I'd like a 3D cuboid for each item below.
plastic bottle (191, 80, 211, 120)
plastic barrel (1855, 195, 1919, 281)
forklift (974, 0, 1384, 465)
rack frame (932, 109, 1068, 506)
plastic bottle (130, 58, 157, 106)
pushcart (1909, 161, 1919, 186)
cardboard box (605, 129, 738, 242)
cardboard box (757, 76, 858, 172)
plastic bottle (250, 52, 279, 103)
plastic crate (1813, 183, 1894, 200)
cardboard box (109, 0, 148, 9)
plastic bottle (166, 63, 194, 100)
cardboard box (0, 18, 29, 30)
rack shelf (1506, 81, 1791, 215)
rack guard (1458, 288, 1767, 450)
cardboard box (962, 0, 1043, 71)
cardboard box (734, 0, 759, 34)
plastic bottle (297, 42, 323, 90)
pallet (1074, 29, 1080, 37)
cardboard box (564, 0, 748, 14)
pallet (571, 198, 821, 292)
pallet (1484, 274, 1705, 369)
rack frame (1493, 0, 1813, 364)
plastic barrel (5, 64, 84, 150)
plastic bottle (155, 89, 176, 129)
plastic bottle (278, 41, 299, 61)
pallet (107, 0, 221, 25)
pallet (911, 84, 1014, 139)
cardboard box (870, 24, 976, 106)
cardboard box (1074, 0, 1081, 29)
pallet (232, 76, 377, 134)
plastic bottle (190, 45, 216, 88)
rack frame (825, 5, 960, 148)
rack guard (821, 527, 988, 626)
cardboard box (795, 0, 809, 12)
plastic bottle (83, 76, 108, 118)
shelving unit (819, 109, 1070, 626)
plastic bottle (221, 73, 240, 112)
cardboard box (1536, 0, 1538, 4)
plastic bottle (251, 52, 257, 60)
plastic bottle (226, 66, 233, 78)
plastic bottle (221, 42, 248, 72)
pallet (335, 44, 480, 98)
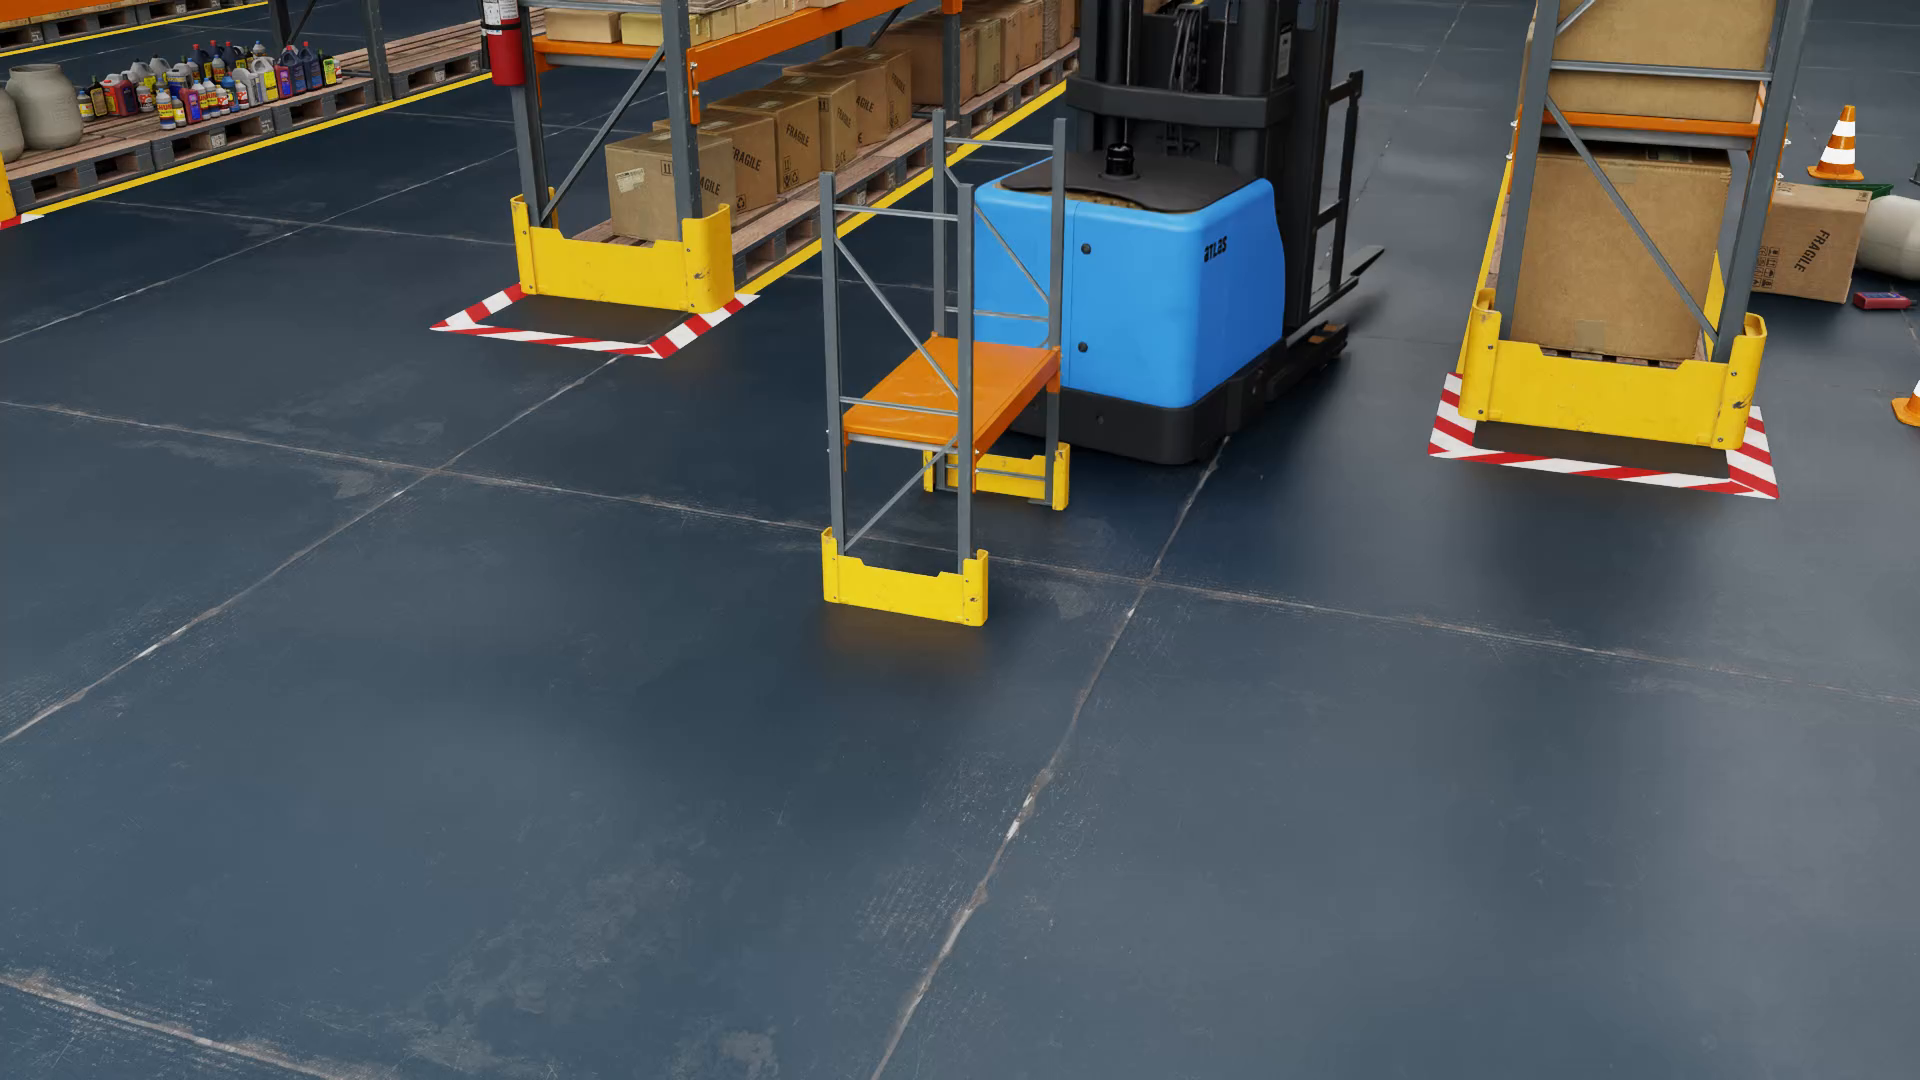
[{"bbox_3d":[-5.484,-3.178,11.999,0.097,0.271,0.097,0,26,0],"label":"plastic bottle"},{"bbox_3d":[5.219,-1.684,9.243,0.421,0.421,0.512,-14,29,-27],"label":"plastic barrel"},{"bbox_3d":[1.229,-2.222,7.475,1.130,2.935,3.031,15,30,28],"label":"forklift"},{"bbox_3d":[0.141,-0.849,6.282,0.500,1.500,0.032,9,27,17],"label":"rack frame"},{"bbox_3d":[-6.090,-3.417,12.400,0.144,0.351,0.185,10,28,20],"label":"plastic bottle"},{"bbox_3d":[6.685,-1.986,9.919,1.648,0.377,0.936,0,26,-1],"label":"pushcart"},{"bbox_3d":[-1.601,-1.968,9.258,0.500,0.500,0.500,14,29,27],"label":"cardboard box"},{"bbox_3d":[-0.980,-2.696,10.762,0.500,0.500,0.500,6,27,13],"label":"cardboard box"},{"bbox_3d":[-5.278,-3.499,12.570,0.144,0.351,0.185,9,27,17],"label":"plastic bottle"},{"bbox_3d":[5.328,-2.031,10.164,0.662,0.188,0.450,-20,23,-36],"label":"plastic crate"},{"bbox_3d":[-8.786,-5.656,17.164,0.500,0.250,0.500,9,27,19],"label":"cardboard box"},{"bbox_3d":[-5.880,-3.449,12.551,0.152,0.276,0.135,9,27,17],"label":"plastic bottle"},{"bbox_3d":[-9.295,-5.022,15.854,0.500,0.250,0.500,9,27,19],"label":"cardboard box"},{"bbox_3d":[3.485,-2.387,8.563,1.077,0.370,4.000,9,27,17],"label":"rack shelf"},{"bbox_3d":[2.811,-0.754,7.233,1.175,0.500,0.348,9,27,17],"label":"rack guard"},{"bbox_3d":[0.279,-4.268,13.986,0.700,0.500,0.500,11,28,22],"label":"cardboard box"},{"bbox_3d":[-1.306,-2.819,8.919,0.380,0.149,0.250,9,27,17],"label":"cardboard box"},{"bbox_3d":[-5.107,-3.711,13.007,0.144,0.351,0.185,8,27,16],"label":"plastic bottle"},{"bbox_3d":[1.171,-4.995,16.324,1.003,0.211,1.213,9,27,17],"label":"pallet"},{"bbox_3d":[-1.616,-3.050,8.652,0.875,0.500,0.500,9,27,17],"label":"cardboard box"},{"bbox_3d":[-1.496,-1.754,9.631,1.003,0.211,1.213,9,27,17],"label":"pallet"},{"bbox_3d":[3.011,-0.973,8.018,1.003,0.211,1.213,9,27,17],"label":"pallet"},{"bbox_3d":[2.819,-1.889,6.709,1.000,3.000,0.127,9,27,17],"label":"rack frame"},{"bbox_3d":[-6.182,-2.924,11.221,0.421,0.512,0.421,0,26,0],"label":"plastic barrel"},{"bbox_3d":[-5.598,-3.038,11.708,0.097,0.271,0.097,0,26,0],"label":"plastic bottle"},{"bbox_3d":[-5.243,-3.732,13.050,0.144,0.351,0.185,9,27,17],"label":"plastic bottle"},{"bbox_3d":[-8.814,-5.787,17.961,1.003,0.211,1.213,9,27,17],"label":"pallet"},{"bbox_3d":[-0.236,-3.358,12.944,1.003,0.211,1.213,9,27,17],"label":"pallet"},{"bbox_3d":[-0.269,-3.615,12.639,0.700,0.500,0.500,7,27,13],"label":"cardboard box"},{"bbox_3d":[1.087,-5.450,16.021,1.225,0.875,0.875,7,27,15],"label":"cardboard box"},{"bbox_3d":[-5.427,-3.486,13.209,1.003,0.211,1.213,9,27,17],"label":"pallet"},{"bbox_3d":[-5.887,-3.668,12.919,0.144,0.351,0.185,8,27,15],"label":"plastic bottle"},{"bbox_3d":[-0.494,-4.293,11.675,1.000,3.000,0.127,9,27,17],"label":"rack frame"},{"bbox_3d":[-0.191,0.123,5.708,0.587,0.250,0.087,9,27,17],"label":"rack guard"},{"bbox_3d":[-1.095,-3.134,9.568,0.380,0.149,0.250,9,27,17],"label":"cardboard box"},{"bbox_3d":[-6.276,-3.212,12.054,0.061,0.283,0.133,9,27,19],"label":"plastic bottle"},{"bbox_3d":[-0.025,-0.644,5.858,0.587,1.500,1.083,9,27,17],"label":"shelving unit"},{"bbox_3d":[-5.383,-3.303,12.255,0.097,0.271,0.097,0,26,0],"label":"plastic bottle"},{"bbox_3d":[4.906,-3.756,12.664,1.050,0.750,0.750,9,27,18],"label":"cardboard box"},{"bbox_3d":[-5.717,-3.841,13.447,0.097,0.201,0.097,0,26,0],"label":"plastic bottle"},{"bbox_3d":[-5.436,-3.418,12.479,0.061,0.283,0.133,9,27,17],"label":"plastic bottle"},{"bbox_3d":[-5.688,-3.725,13.036,0.144,0.351,0.185,9,27,17],"label":"plastic bottle"},{"bbox_3d":[-4.939,-4.085,14.444,1.003,0.211,1.213,9,27,17],"label":"pallet"}]
